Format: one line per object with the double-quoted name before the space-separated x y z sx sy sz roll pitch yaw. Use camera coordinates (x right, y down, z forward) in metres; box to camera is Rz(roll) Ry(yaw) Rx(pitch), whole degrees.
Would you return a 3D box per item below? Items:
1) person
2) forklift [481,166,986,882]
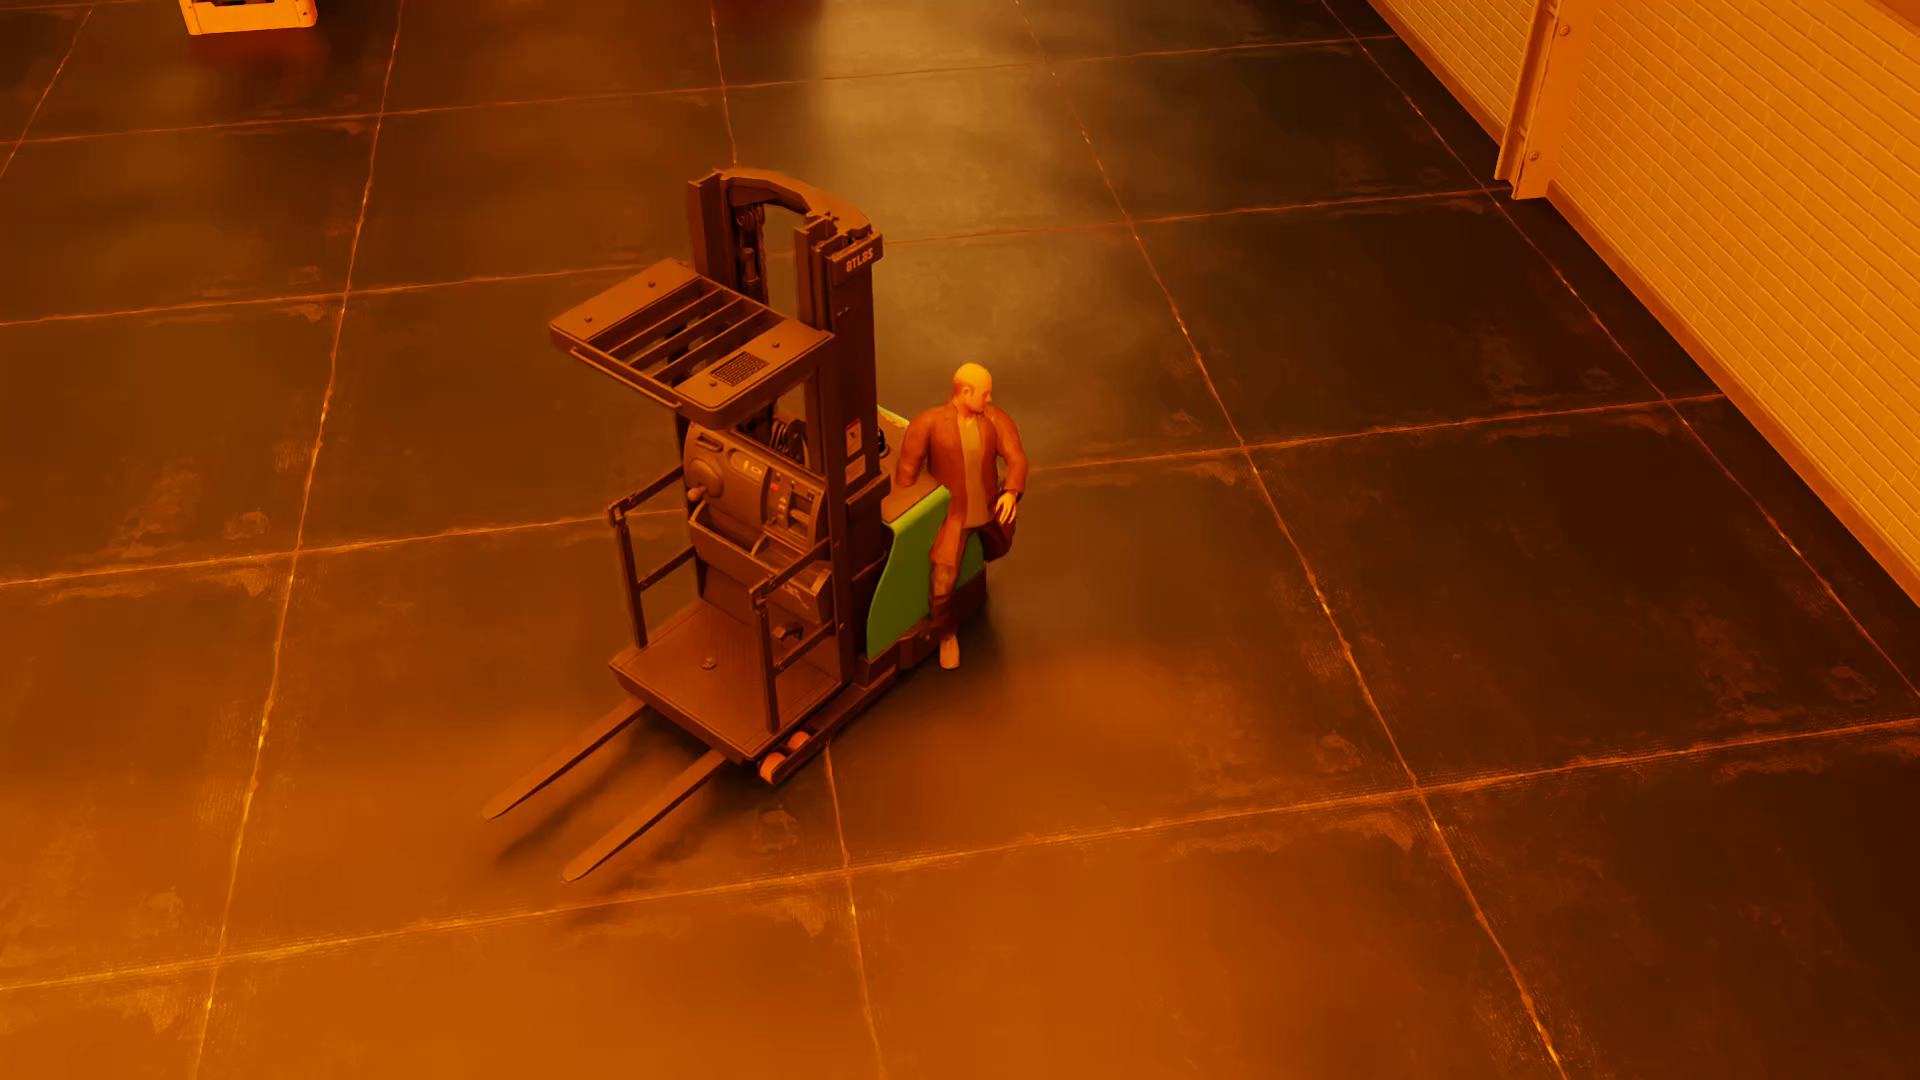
"person" -0.036 -0.128 9.099 0.827 1.658 0.943 -23 45 -25
"forklift" -1.171 -0.206 8.200 1.130 2.935 3.031 28 48 29
